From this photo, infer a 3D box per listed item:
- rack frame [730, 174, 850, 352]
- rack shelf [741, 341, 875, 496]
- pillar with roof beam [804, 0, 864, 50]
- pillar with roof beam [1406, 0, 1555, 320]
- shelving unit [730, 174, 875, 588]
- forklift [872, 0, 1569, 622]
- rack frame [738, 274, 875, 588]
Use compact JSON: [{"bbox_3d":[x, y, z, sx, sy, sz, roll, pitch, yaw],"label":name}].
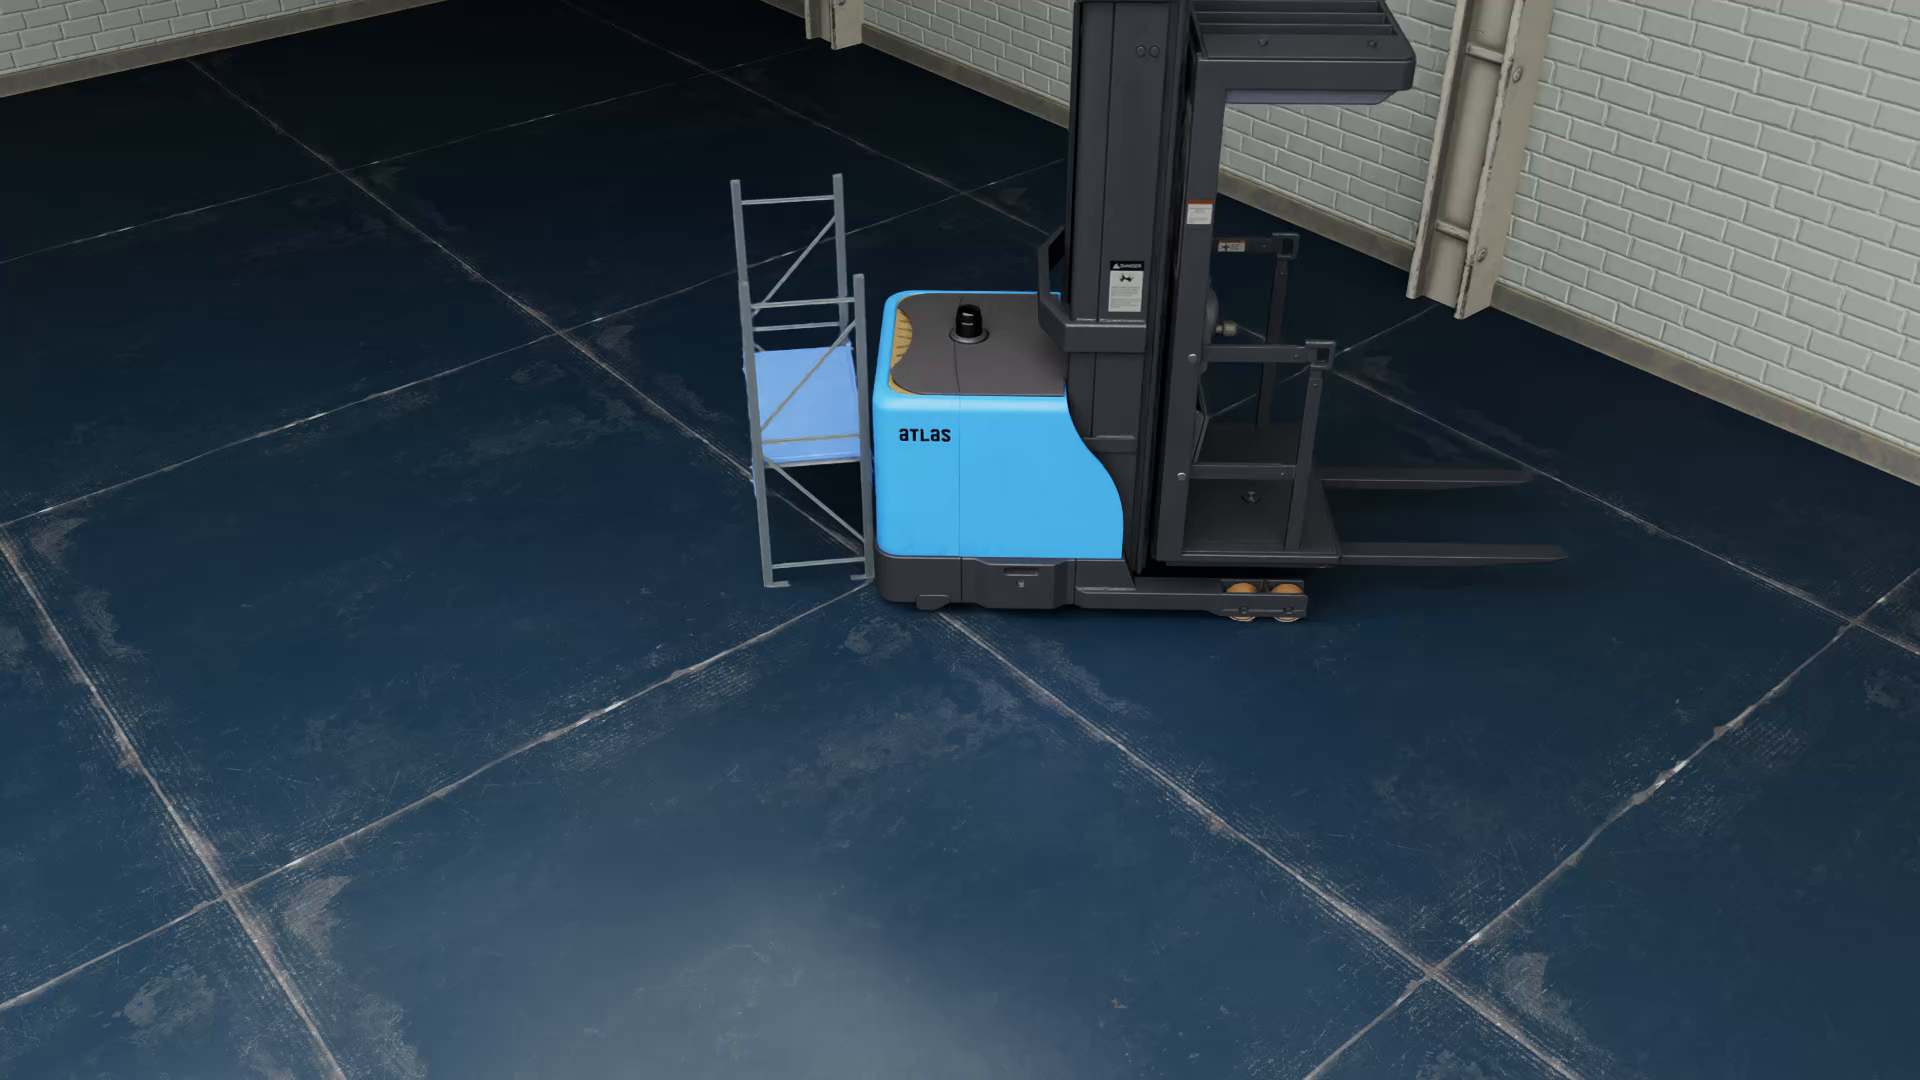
[{"bbox_3d":[-0.776,-1.007,7.875,0.500,1.500,0.032,-5,36,-7],"label":"rack frame"},{"bbox_3d":[-0.704,-0.570,7.568,0.538,0.185,1.000,-5,36,-7],"label":"rack shelf"},{"bbox_3d":[-4.298,-6.122,8.607,9.100,9.000,0.400,-26,43,-32],"label":"pillar with roof beam"},{"bbox_3d":[-0.426,-3.472,4.867,9.100,9.000,0.400,-26,43,-32],"label":"pillar with roof beam"},{"bbox_3d":[-0.704,-0.717,7.464,0.538,1.500,1.048,-5,36,-7],"label":"shelving unit"},{"bbox_3d":[1.154,-1.152,6.840,3.031,2.935,1.130,1,35,1],"label":"forklift"},{"bbox_3d":[-0.632,-0.426,7.053,0.500,1.500,0.032,-5,36,-7],"label":"rack frame"}]
